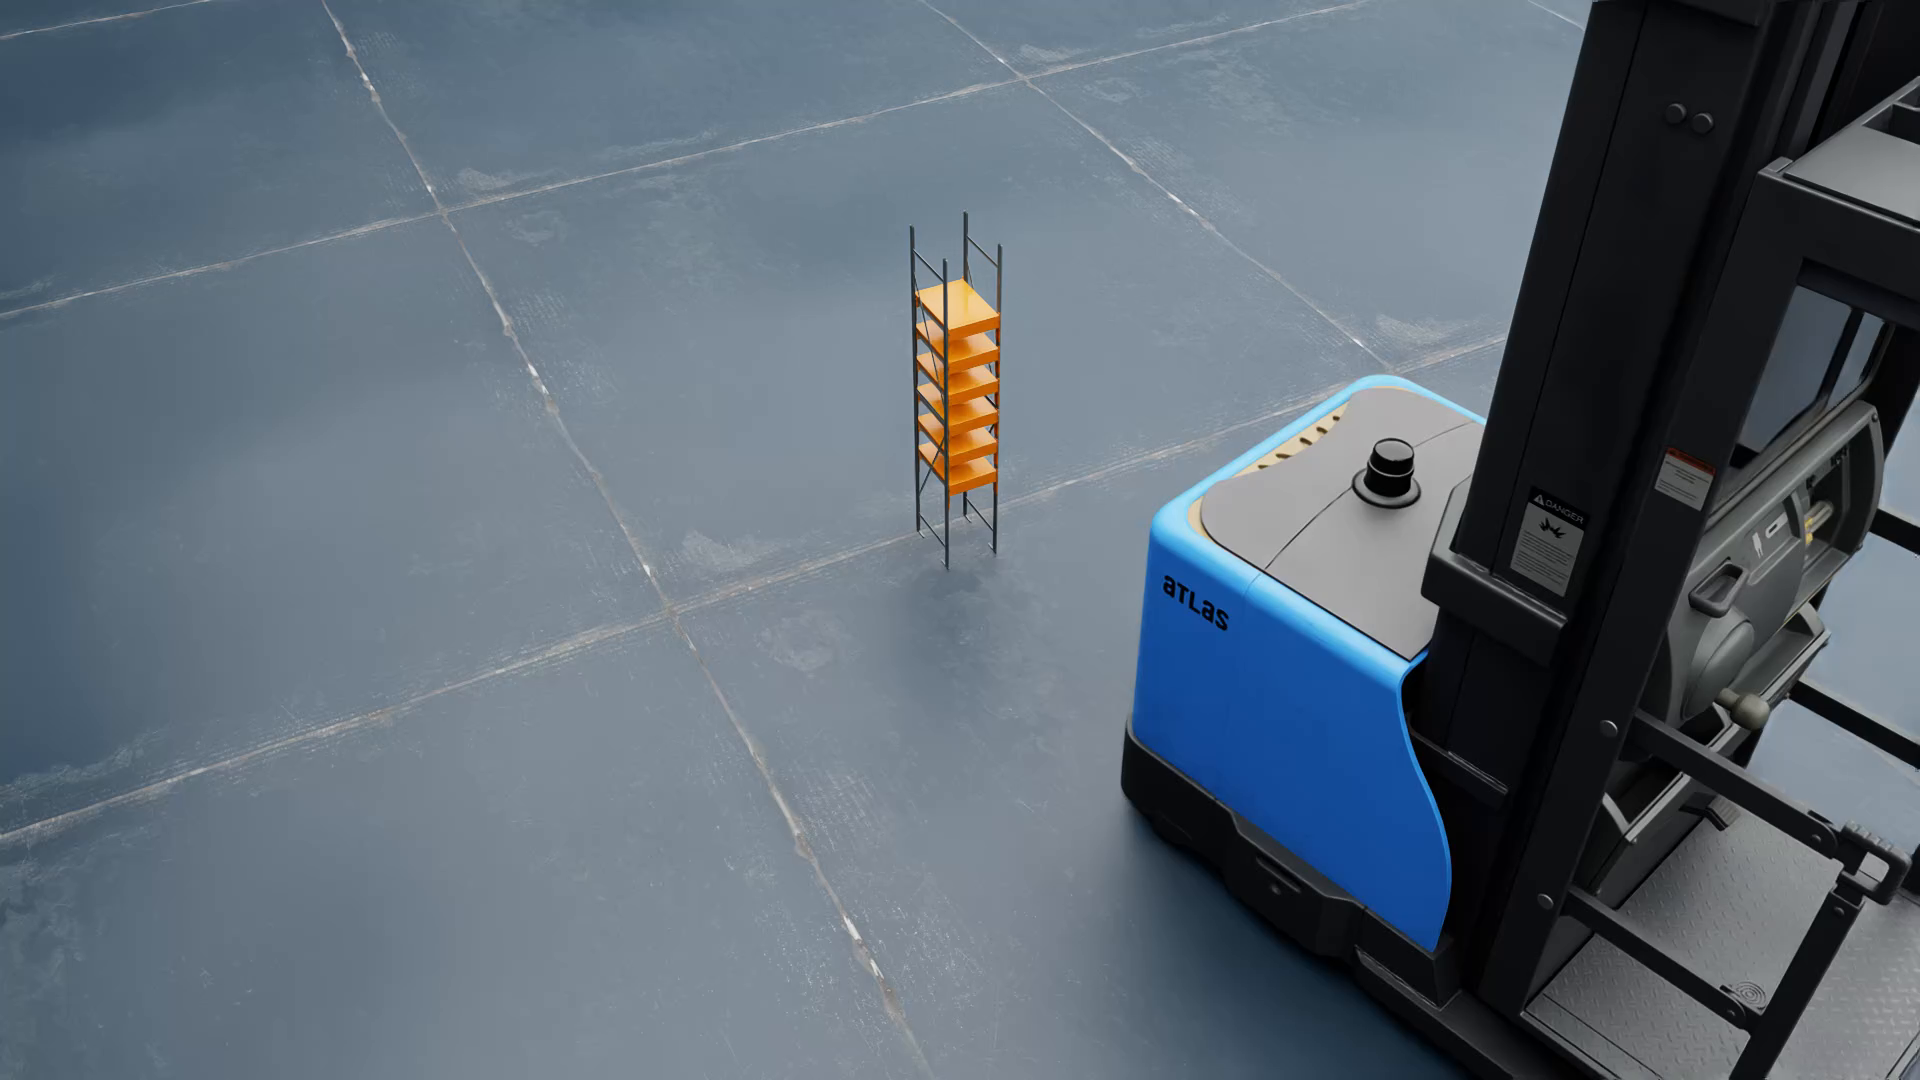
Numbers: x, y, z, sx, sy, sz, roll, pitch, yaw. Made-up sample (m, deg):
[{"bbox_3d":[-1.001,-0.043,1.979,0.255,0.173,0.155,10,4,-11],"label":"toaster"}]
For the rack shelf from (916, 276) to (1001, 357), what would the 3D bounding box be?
[{"bbox_3d":[-0.013,-0.694,5.153,0.180,0.103,0.258,-19,44,-21],"label":"rack shelf"}]

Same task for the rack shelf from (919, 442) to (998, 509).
[{"bbox_3d":[-0.013,-0.237,5.541,0.180,0.103,0.258,-19,44,-21],"label":"rack shelf"}]

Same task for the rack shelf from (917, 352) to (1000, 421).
[{"bbox_3d":[-0.013,-0.511,5.308,0.180,0.103,0.258,-19,44,-21],"label":"rack shelf"}]

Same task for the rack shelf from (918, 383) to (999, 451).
[{"bbox_3d":[-0.013,-0.420,5.386,0.180,0.103,0.258,-19,44,-21],"label":"rack shelf"}]

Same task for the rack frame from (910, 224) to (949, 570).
[{"bbox_3d":[-0.094,-0.426,5.325,0.006,1.200,0.240,-19,44,-21],"label":"rack frame"}]

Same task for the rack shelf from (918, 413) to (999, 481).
[{"bbox_3d":[-0.013,-0.328,5.463,0.180,0.103,0.258,-19,44,-21],"label":"rack shelf"}]

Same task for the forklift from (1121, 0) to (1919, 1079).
[{"bbox_3d":[1.838,0.120,3.340,1.130,2.935,3.031,-31,49,-31],"label":"forklift"}]

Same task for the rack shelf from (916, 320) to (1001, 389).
[{"bbox_3d":[-0.013,-0.603,5.231,0.180,0.103,0.258,-19,44,-21],"label":"rack shelf"}]

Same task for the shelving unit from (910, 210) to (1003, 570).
[{"bbox_3d":[-0.013,-0.454,5.357,0.189,1.200,0.258,-19,44,-21],"label":"shelving unit"}]

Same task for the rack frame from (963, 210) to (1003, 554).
[{"bbox_3d":[0.068,-0.481,5.390,0.006,1.200,0.240,-19,44,-21],"label":"rack frame"}]
